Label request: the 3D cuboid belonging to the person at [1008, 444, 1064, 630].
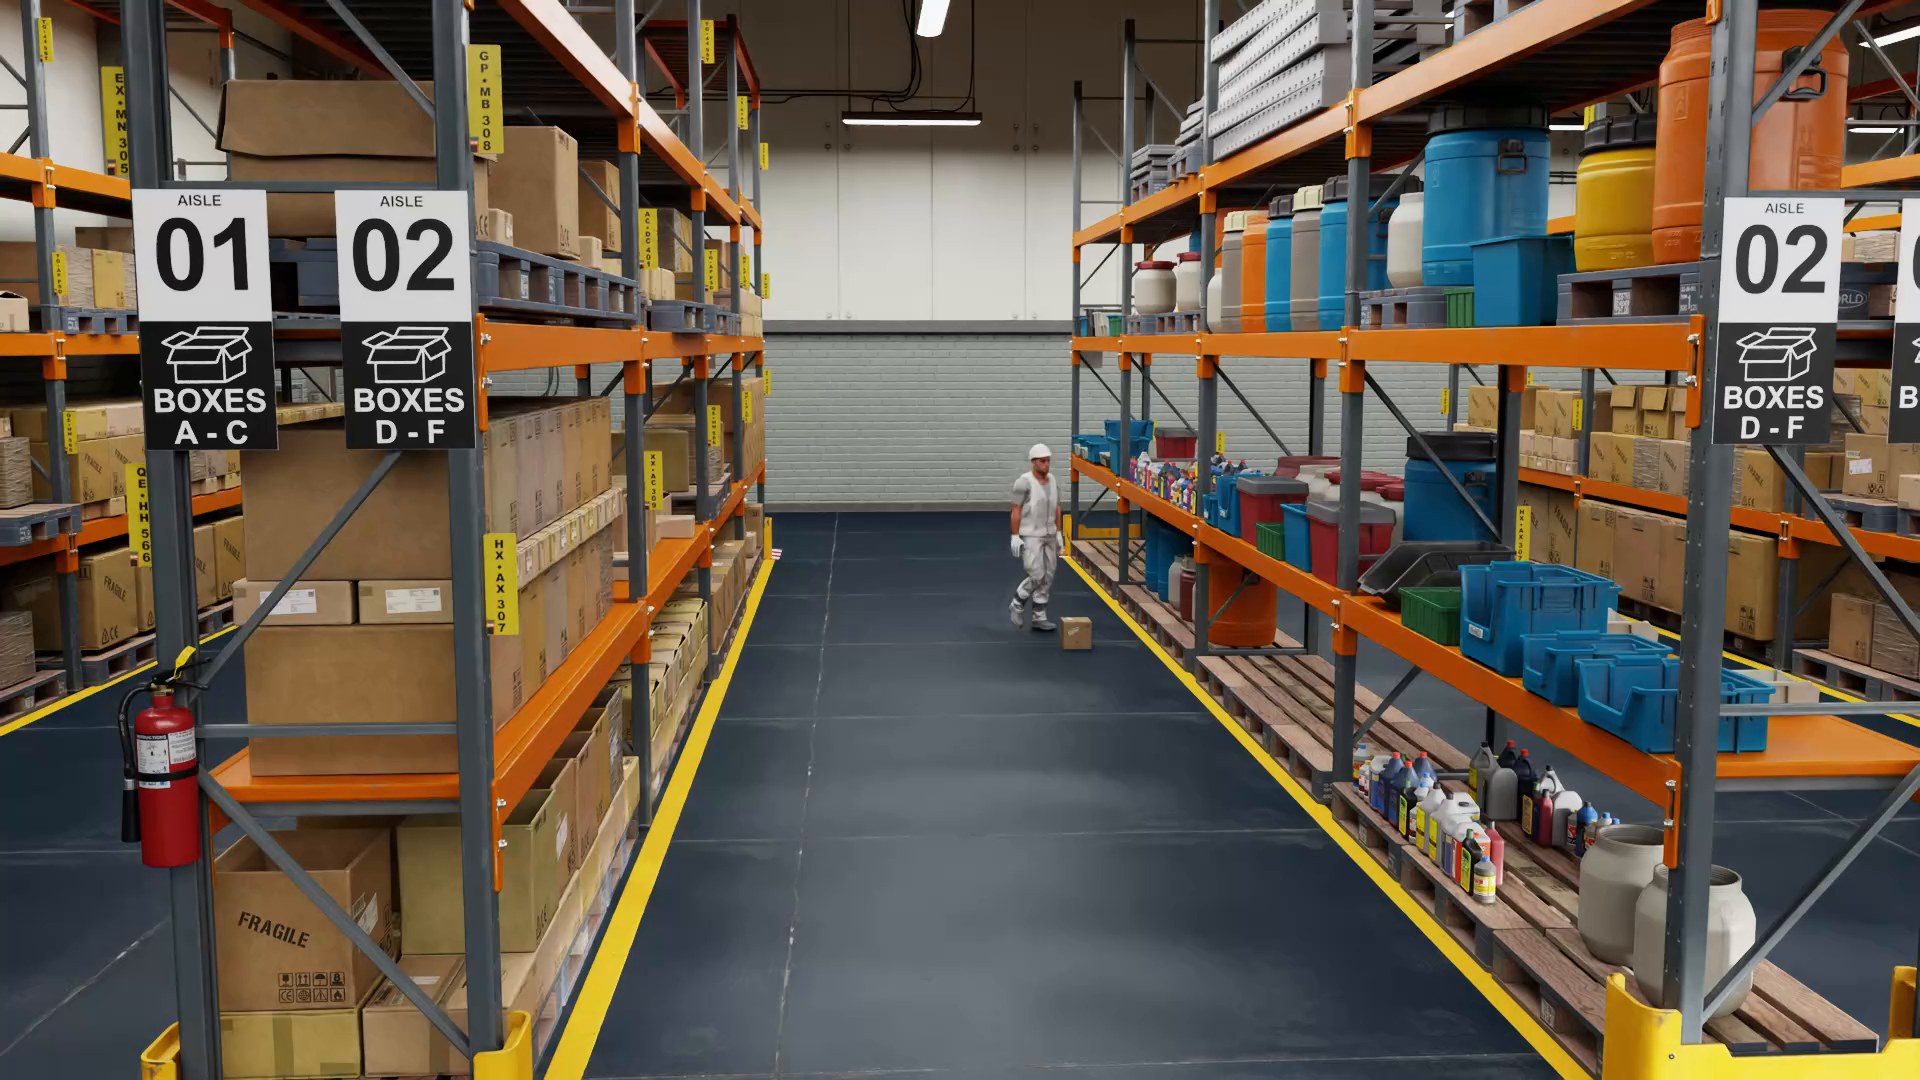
[{"bbox_3d":[0.715,-0.024,15.716,0.580,1.779,0.479,-6,9,-42],"label":"person"}]
